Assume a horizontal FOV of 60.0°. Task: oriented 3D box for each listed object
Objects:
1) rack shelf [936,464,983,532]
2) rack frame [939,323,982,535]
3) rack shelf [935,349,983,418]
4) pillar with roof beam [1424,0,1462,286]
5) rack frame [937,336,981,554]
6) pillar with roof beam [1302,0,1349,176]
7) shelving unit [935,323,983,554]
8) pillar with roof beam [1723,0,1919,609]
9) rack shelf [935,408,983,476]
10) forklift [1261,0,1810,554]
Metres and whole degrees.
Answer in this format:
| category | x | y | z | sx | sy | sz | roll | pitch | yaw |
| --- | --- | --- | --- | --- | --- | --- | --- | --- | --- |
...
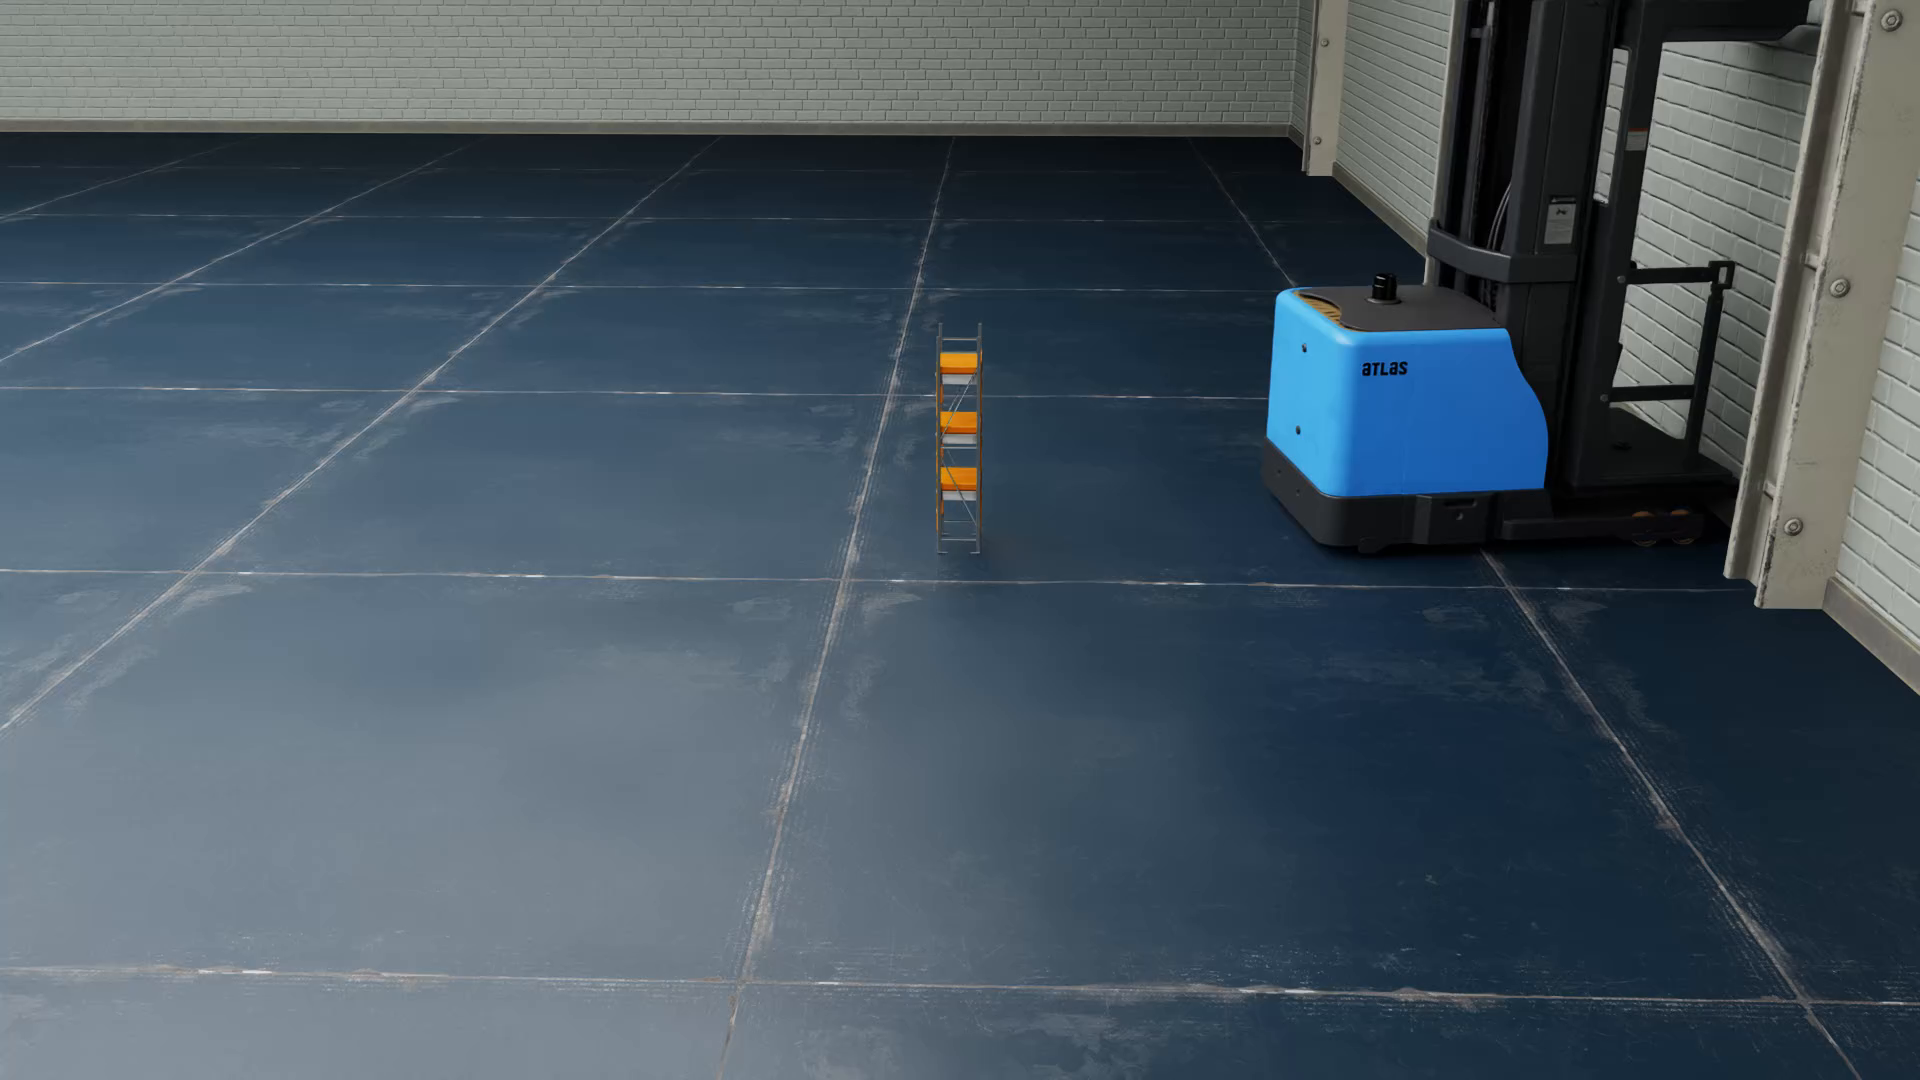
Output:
| category | x | y | z | sx | sy | sz | roll | pitch | yaw |
| --- | --- | --- | --- | --- | --- | --- | --- | --- | --- |
| rack shelf | -0.002 | -0.201 | 7.894 | 0.215 | 0.259 | 0.240 | 1 | 21 | 2 |
| rack frame | 0.002 | -0.514 | 7.903 | 0.200 | 1.050 | 0.008 | 1 | 21 | 2 |
| rack shelf | -0.002 | -0.725 | 7.690 | 0.215 | 0.259 | 0.240 | 1 | 21 | 2 |
| pillar with roof beam | -0.473 | -6.184 | 11.527 | 9.100 | 9.000 | 0.400 | 1 | 21 | 2 |
| rack frame | -0.005 | -0.426 | 7.675 | 0.200 | 1.050 | 0.008 | 1 | 21 | 2 |
| pillar with roof beam | -0.290 | -8.354 | 17.118 | 9.100 | 9.000 | 0.400 | 1 | 21 | 2 |
| shelving unit | -0.002 | -0.470 | 7.789 | 0.215 | 1.050 | 0.252 | 1 | 21 | 2 |
| pillar with roof beam | -0.655 | -4.015 | 5.936 | 9.100 | 9.000 | 0.400 | 1 | 21 | 2 |
| rack shelf | -0.002 | -0.460 | 7.793 | 0.215 | 0.259 | 0.240 | 1 | 21 | 2 |
| forklift | 3.118 | -1.522 | 7.899 | 3.031 | 2.935 | 1.130 | -3 | 21 | -7 |
